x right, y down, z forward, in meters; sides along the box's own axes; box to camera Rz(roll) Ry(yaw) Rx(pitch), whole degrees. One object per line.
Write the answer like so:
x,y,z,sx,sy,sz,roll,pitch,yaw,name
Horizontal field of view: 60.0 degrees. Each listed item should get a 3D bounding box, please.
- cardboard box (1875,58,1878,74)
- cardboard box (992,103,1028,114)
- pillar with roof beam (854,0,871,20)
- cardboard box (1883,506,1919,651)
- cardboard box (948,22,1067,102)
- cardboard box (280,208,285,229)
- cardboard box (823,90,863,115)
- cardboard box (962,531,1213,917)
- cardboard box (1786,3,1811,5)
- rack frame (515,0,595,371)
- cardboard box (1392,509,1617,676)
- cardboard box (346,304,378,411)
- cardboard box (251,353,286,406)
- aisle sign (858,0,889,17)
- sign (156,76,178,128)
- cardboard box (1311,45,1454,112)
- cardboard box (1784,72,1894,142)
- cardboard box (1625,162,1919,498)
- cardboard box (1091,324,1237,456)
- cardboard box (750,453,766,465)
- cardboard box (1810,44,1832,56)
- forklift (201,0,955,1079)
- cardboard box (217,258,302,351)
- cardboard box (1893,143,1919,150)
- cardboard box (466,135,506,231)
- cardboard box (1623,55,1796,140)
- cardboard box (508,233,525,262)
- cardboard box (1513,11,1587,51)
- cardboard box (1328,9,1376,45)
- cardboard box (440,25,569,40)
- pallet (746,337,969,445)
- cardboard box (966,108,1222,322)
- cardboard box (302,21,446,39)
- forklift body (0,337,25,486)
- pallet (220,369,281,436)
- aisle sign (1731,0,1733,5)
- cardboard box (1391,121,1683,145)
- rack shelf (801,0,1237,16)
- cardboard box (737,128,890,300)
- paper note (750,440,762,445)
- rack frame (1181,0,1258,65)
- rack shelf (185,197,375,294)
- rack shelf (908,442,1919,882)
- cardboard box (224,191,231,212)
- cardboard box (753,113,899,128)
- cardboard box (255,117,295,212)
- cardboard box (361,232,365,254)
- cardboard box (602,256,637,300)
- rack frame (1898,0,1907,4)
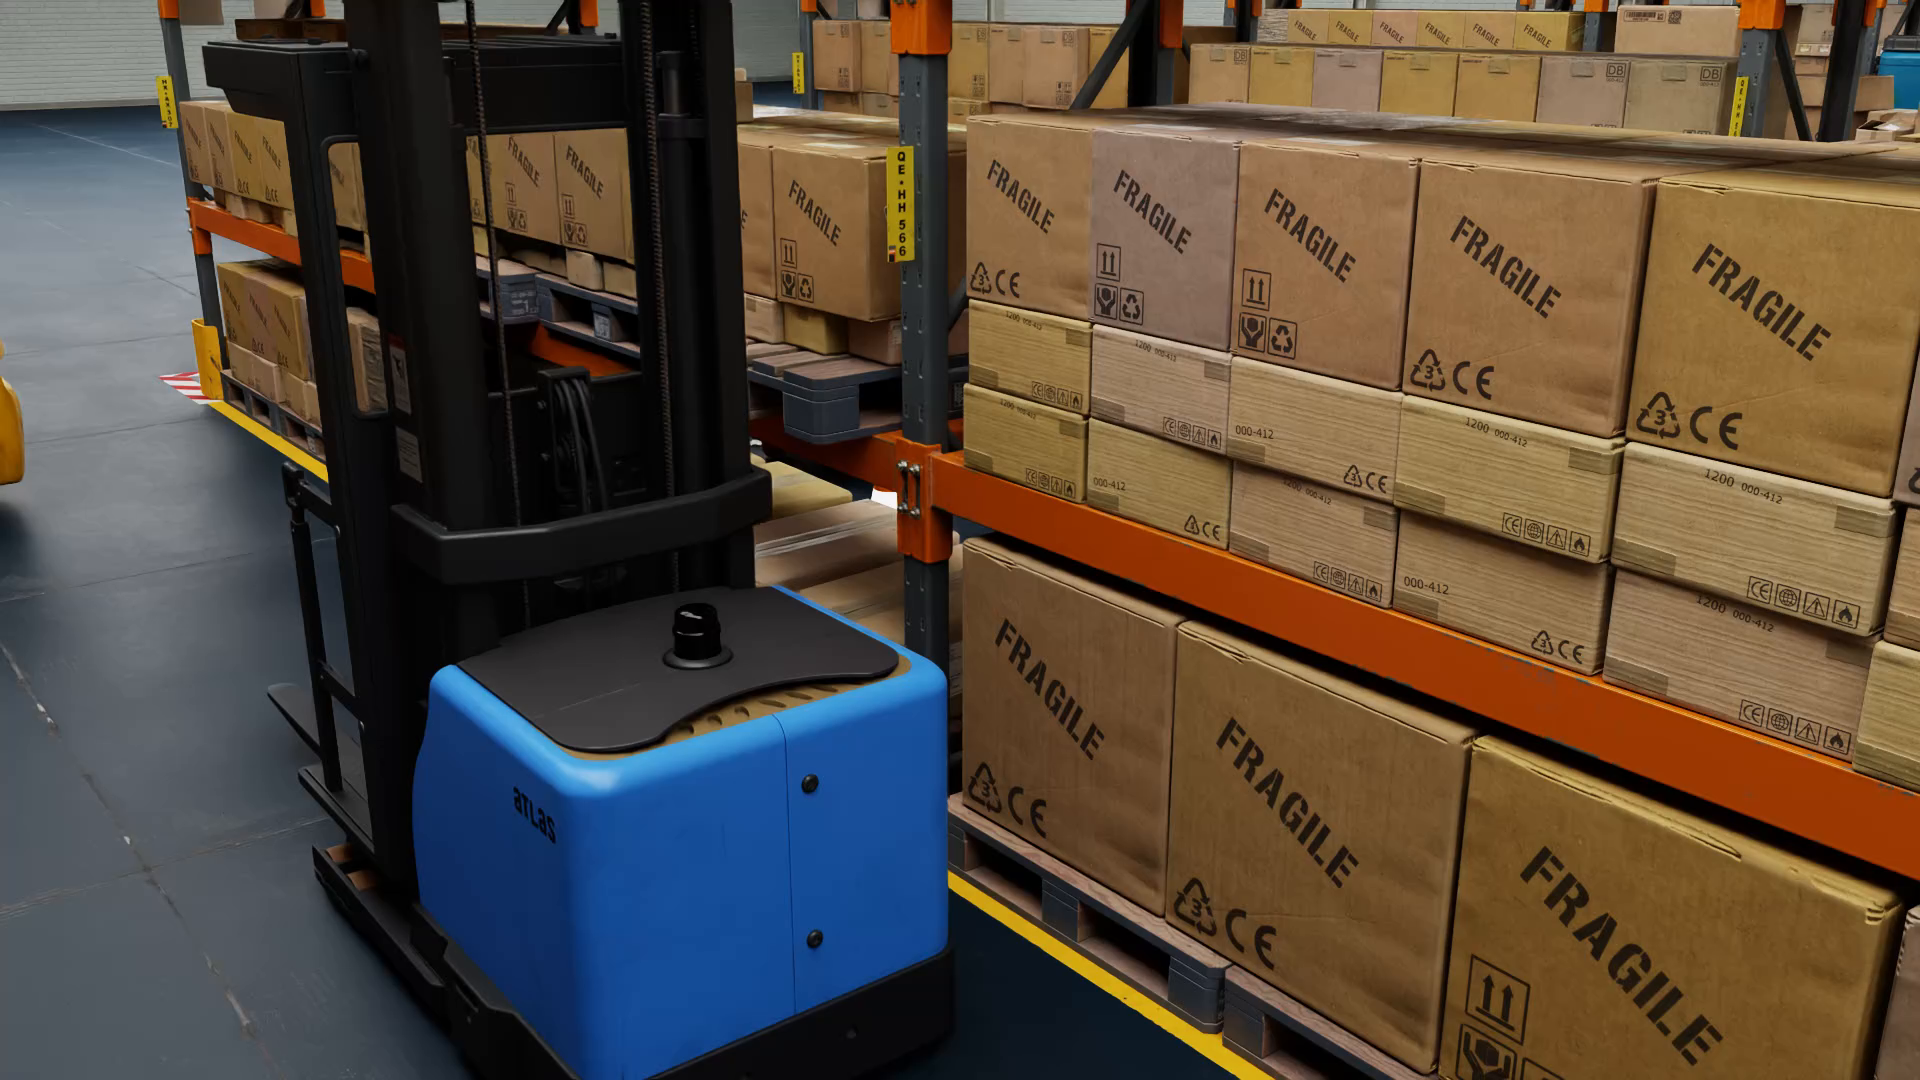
12.064,-5.950,21.401,0.700,0.500,0.500,-13,22,-35,cardboard box
0.745,-2.987,12.372,0.875,0.550,0.550,-14,23,-36,cardboard box
-6.187,-16.765,44.678,9.100,9.000,0.400,-14,23,-36,pillar with roof beam
1.954,0.073,2.813,0.500,0.250,0.500,-13,23,-35,cardboard box
0.388,-3.623,12.576,0.875,0.550,0.500,-14,23,-36,cardboard box
-3.738,-1.898,9.721,0.380,0.149,0.250,-15,23,-38,cardboard box
-0.632,-3.514,13.965,0.875,0.550,0.550,-14,23,-36,cardboard box
0.615,0.432,4.997,0.875,0.875,0.875,-14,23,-37,cardboard box
11.133,-6.934,22.308,0.700,0.500,0.500,-14,23,-36,cardboard box
-2.232,-1.549,8.268,1.000,3.000,0.127,-14,23,-36,rack frame
1.321,0.052,3.672,0.500,0.250,0.500,-14,23,-36,cardboard box
-3.127,-1.017,9.176,0.500,0.500,0.500,-13,23,-35,cardboard box
-4.121,-1.049,10.464,0.500,0.250,0.500,-13,22,-34,cardboard box
-0.707,-4.836,14.059,0.394,0.787,0.004,-14,23,-36,aisle sign
-5.141,-2.840,10.789,0.100,0.325,0.005,-14,23,-36,sign
2.533,-2.690,9.965,0.700,0.500,0.500,-14,23,-36,cardboard box
6.685,-3.322,12.792,0.797,0.503,0.637,-11,21,-31,cardboard box
1.634,-0.416,3.096,0.500,0.500,0.500,-13,22,-34,cardboard box
0.692,-0.429,4.329,0.500,0.250,0.500,-13,23,-35,cardboard box
-1.456,-0.196,7.694,0.950,0.372,0.625,-12,22,-33,cardboard box
11.370,-6.429,21.815,0.380,0.149,0.250,-14,23,-37,cardboard box
-1.317,-0.336,4.715,1.130,2.935,3.031,-14,23,-36,forklift
-4.416,-1.526,10.713,0.500,0.500,0.500,-15,23,-38,cardboard box
4.373,-1.699,7.508,0.380,0.149,0.250,-15,23,-38,cardboard box
-1.854,-1.642,7.250,0.500,0.500,0.500,-14,23,-36,cardboard box
3.798,-2.189,8.452,0.700,0.500,0.500,-14,23,-36,cardboard box
-1.753,-1.313,7.288,0.380,0.149,0.250,-12,22,-33,cardboard box
5.041,-4.204,14.063,0.500,0.500,0.500,-14,23,-36,cardboard box
3.797,-4.696,15.549,0.500,0.500,0.500,-14,23,-36,cardboard box
-2.335,-2.363,8.504,0.700,0.500,0.500,-14,23,-37,cardboard box
-0.275,-0.627,5.790,1.213,0.211,1.003,-14,23,-36,pallet
0.366,-0.916,4.608,0.500,0.500,0.500,-15,23,-38,cardboard box
-3.522,-2.883,10.074,0.700,0.500,0.500,-14,23,-37,cardboard box
-5.997,-1.051,8.114,2.313,2.155,1.214,-14,23,-36,forklift body
-4.192,-0.985,11.001,1.003,0.211,1.213,-14,23,-36,pallet
10.540,-7.592,22.382,0.394,0.787,0.004,-14,23,-36,aisle sign
1.406,-0.761,4.138,0.500,0.500,0.500,-14,23,-36,cardboard box
0.344,-4.115,12.391,1.077,0.370,4.000,-14,23,-36,rack shelf
-0.578,-1.134,5.716,0.500,0.500,0.500,-14,23,-37,cardboard box
-1.224,-0.603,10.135,0.148,0.019,0.142,-14,23,-36,paper note
1.585,-2.540,11.261,1.000,3.000,0.127,-14,23,-36,rack frame
-3.474,-1.700,9.870,1.077,0.370,4.000,-14,23,-36,rack shelf
1.493,0.271,3.917,1.077,0.370,4.000,-14,23,-36,rack shelf
-4.398,-2.151,10.485,0.380,0.149,0.250,-15,23,-38,cardboard box
-0.511,-1.364,6.410,0.500,0.500,0.500,-14,23,-35,cardboard box
-3.676,-2.176,9.531,0.500,0.500,0.500,-15,23,-37,cardboard box
-2.932,-1.589,8.789,0.380,0.149,0.250,-14,23,-36,cardboard box
-1.161,-1.045,6.477,0.380,0.149,0.250,-15,23,-38,cardboard box
14.701,-7.369,25.845,1.000,3.000,0.127,-14,23,-36,rack frame
